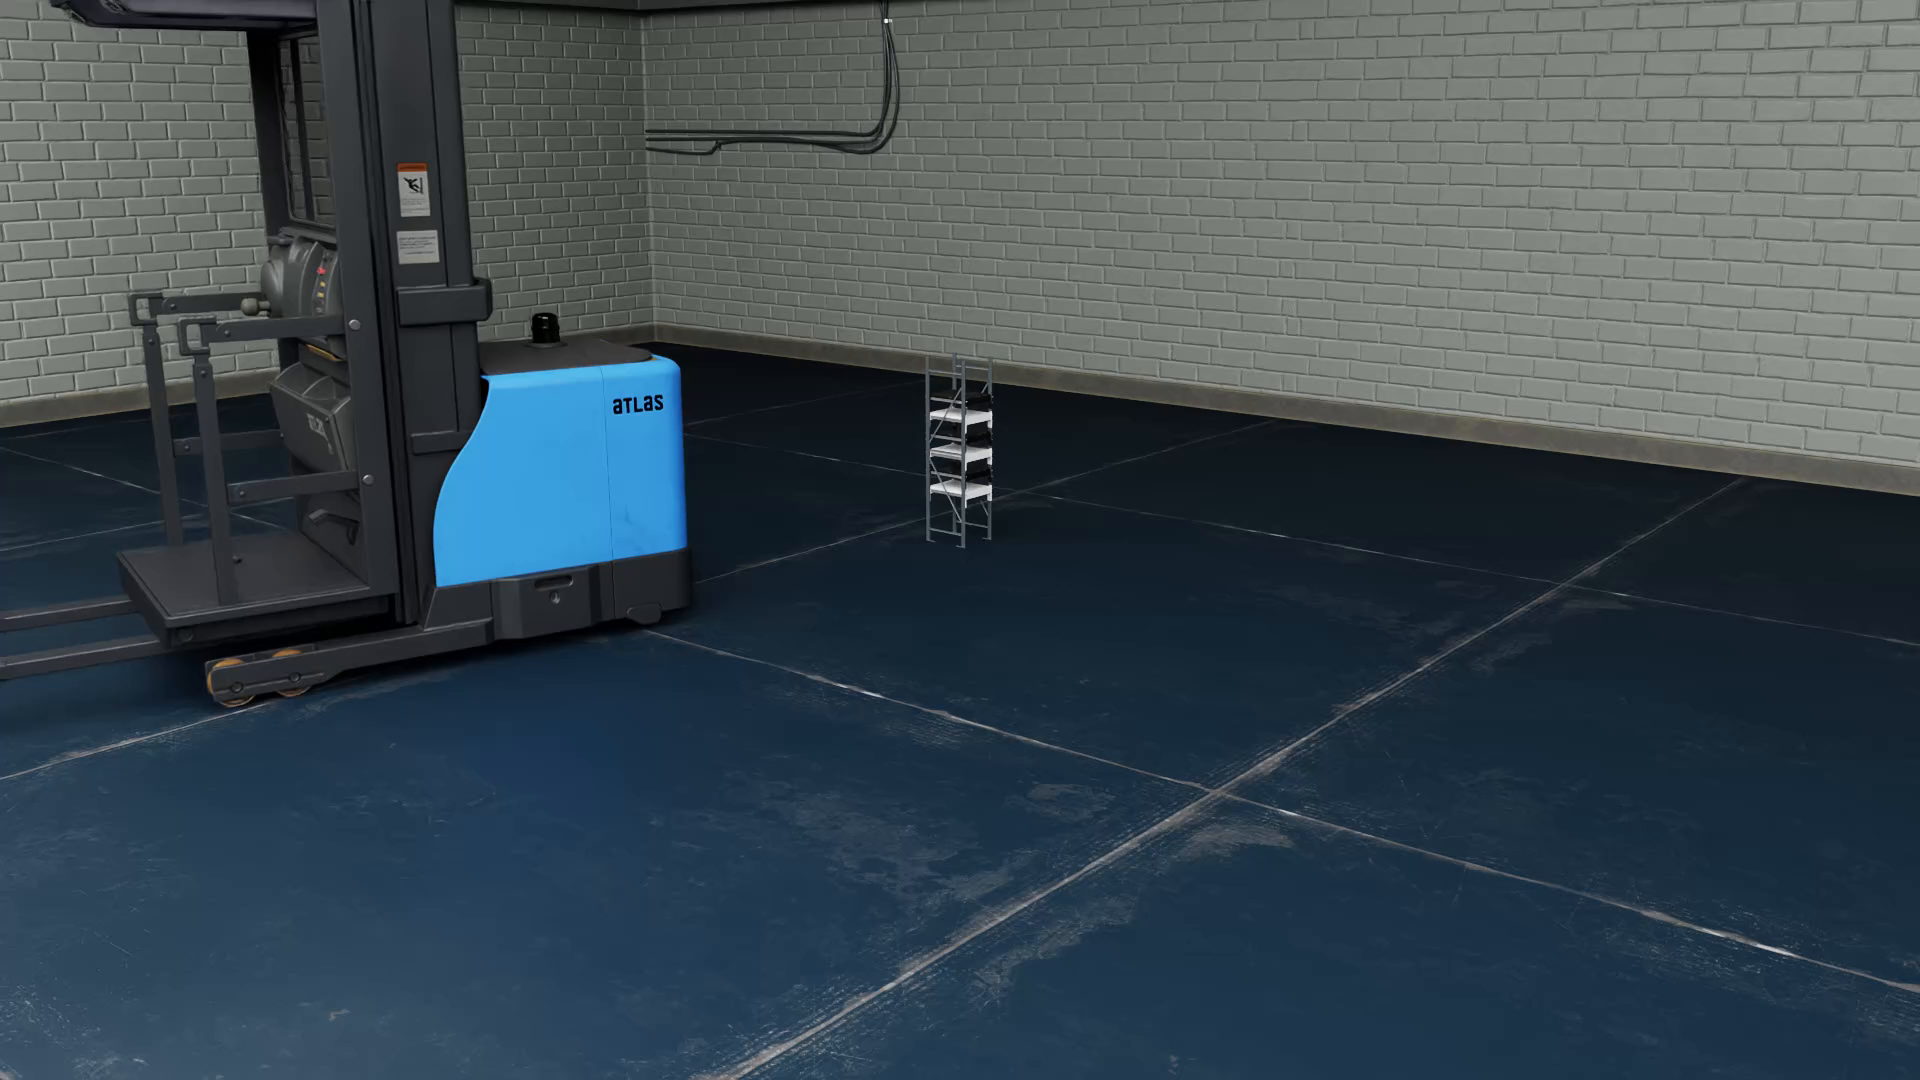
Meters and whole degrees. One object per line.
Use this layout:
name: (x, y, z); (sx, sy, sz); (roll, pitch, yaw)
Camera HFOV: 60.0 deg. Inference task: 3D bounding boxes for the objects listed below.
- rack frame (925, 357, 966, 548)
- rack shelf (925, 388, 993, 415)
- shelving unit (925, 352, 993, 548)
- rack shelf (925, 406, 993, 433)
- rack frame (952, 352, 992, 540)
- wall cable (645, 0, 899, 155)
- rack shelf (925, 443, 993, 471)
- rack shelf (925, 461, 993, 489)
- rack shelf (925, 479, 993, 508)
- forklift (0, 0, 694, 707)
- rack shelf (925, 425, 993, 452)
rack frame: (-0.069, -0.415, 7.929); (0.240, 0.900, 0.006); (11, 18, 38)
rack shelf: (-0.005, -0.664, 7.948); (0.258, 0.077, 0.200); (11, 18, 38)
shelving unit: (-0.005, -0.435, 8.006); (0.258, 0.900, 0.210); (11, 18, 38)
rack shelf: (-0.005, -0.577, 7.970); (0.258, 0.077, 0.200); (11, 18, 38)
rack frame: (0.059, -0.454, 8.083); (0.240, 0.900, 0.006); (11, 18, 38)
wall cable: (-1.700, -4.461, 13.714); (3.097, 2.526, 0.112); (11, 18, 38)
rack shelf: (-0.005, -0.402, 8.014); (0.258, 0.077, 0.200); (11, 18, 38)
rack shelf: (-0.005, -0.315, 8.036); (0.258, 0.077, 0.200); (11, 18, 38)
rack shelf: (-0.005, -0.228, 8.059); (0.258, 0.077, 0.200); (11, 18, 38)
forklift: (-2.599, -0.983, 6.042); (3.031, 2.935, 1.130); (-10, 17, -33)
rack shelf: (-0.005, -0.490, 7.992); (0.258, 0.077, 0.200); (11, 18, 38)
